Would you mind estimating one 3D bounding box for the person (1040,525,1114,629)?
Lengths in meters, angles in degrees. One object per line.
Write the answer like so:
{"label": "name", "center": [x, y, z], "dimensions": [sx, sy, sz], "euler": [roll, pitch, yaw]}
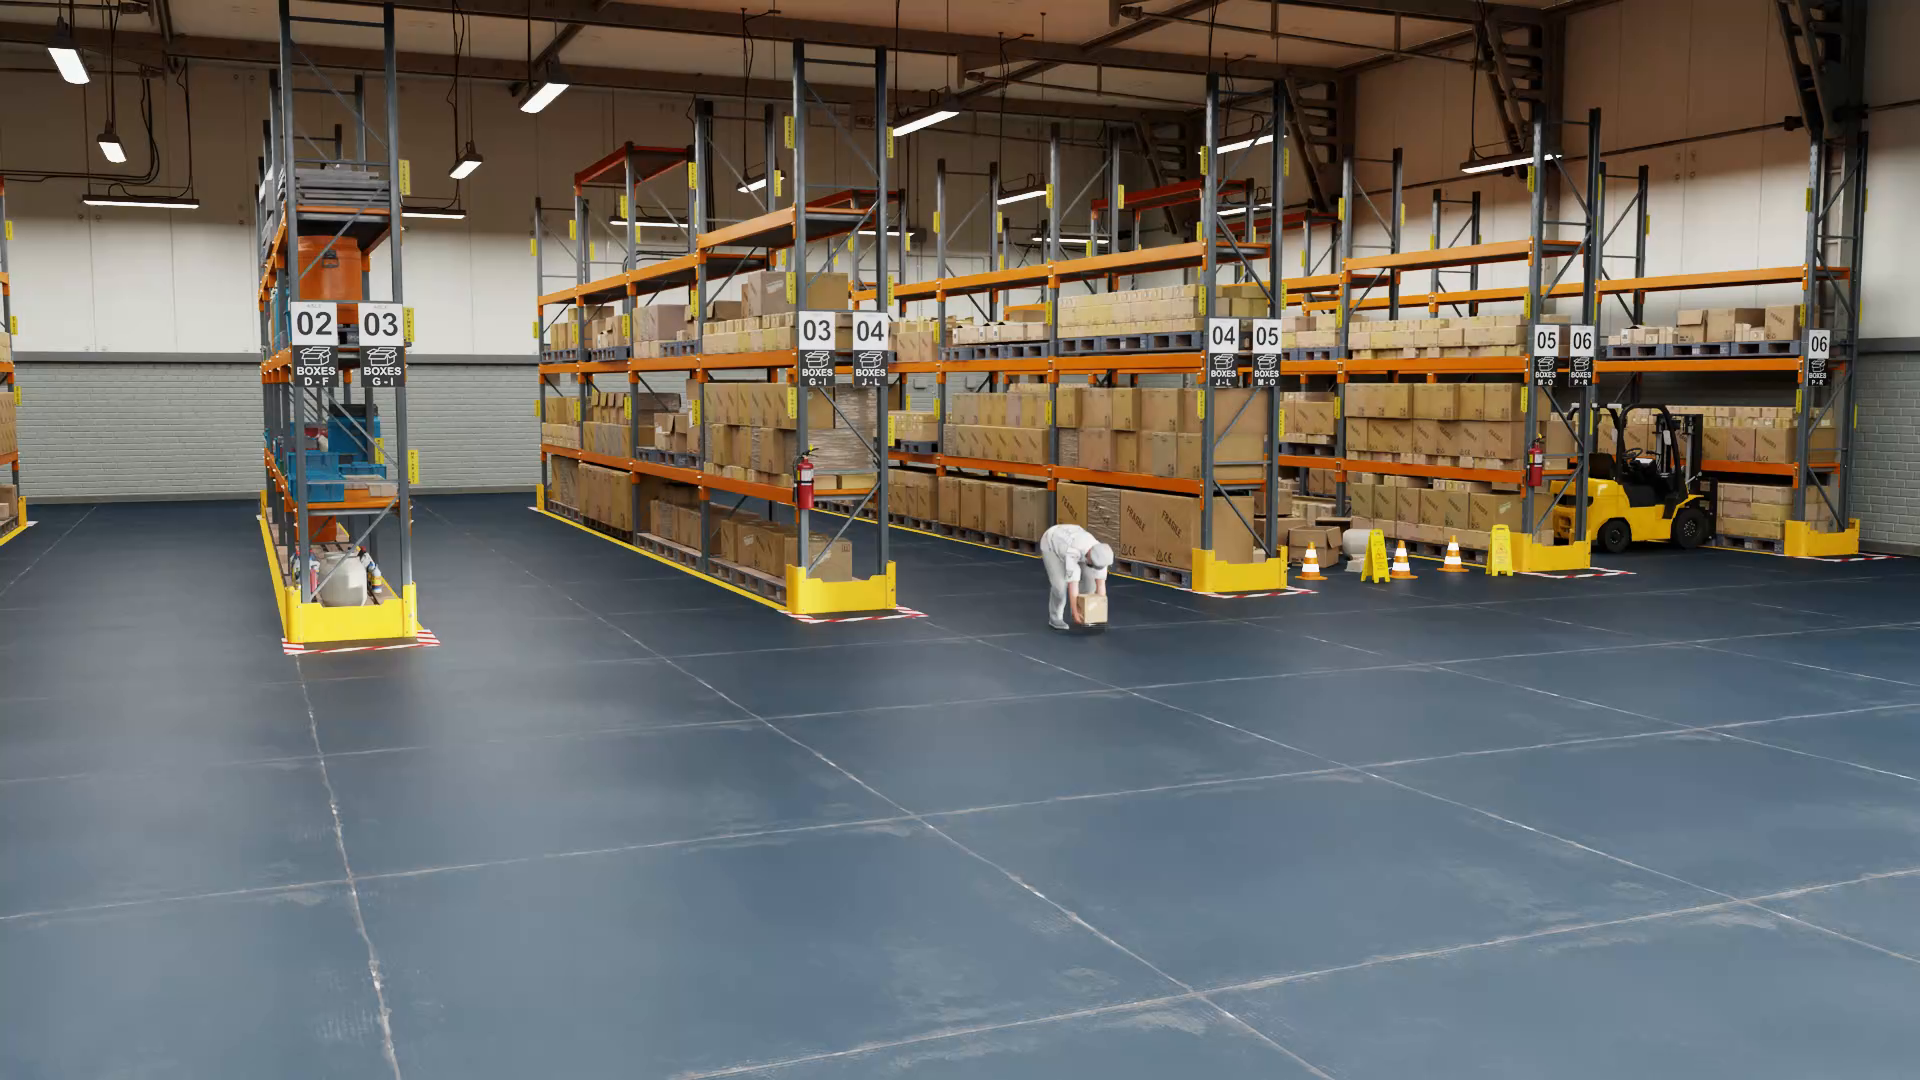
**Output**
{"label": "person", "center": [1.182, 0.379, 16.538], "dimensions": [0.519, 1.033, 1.033], "euler": [-3, 6, -26]}
